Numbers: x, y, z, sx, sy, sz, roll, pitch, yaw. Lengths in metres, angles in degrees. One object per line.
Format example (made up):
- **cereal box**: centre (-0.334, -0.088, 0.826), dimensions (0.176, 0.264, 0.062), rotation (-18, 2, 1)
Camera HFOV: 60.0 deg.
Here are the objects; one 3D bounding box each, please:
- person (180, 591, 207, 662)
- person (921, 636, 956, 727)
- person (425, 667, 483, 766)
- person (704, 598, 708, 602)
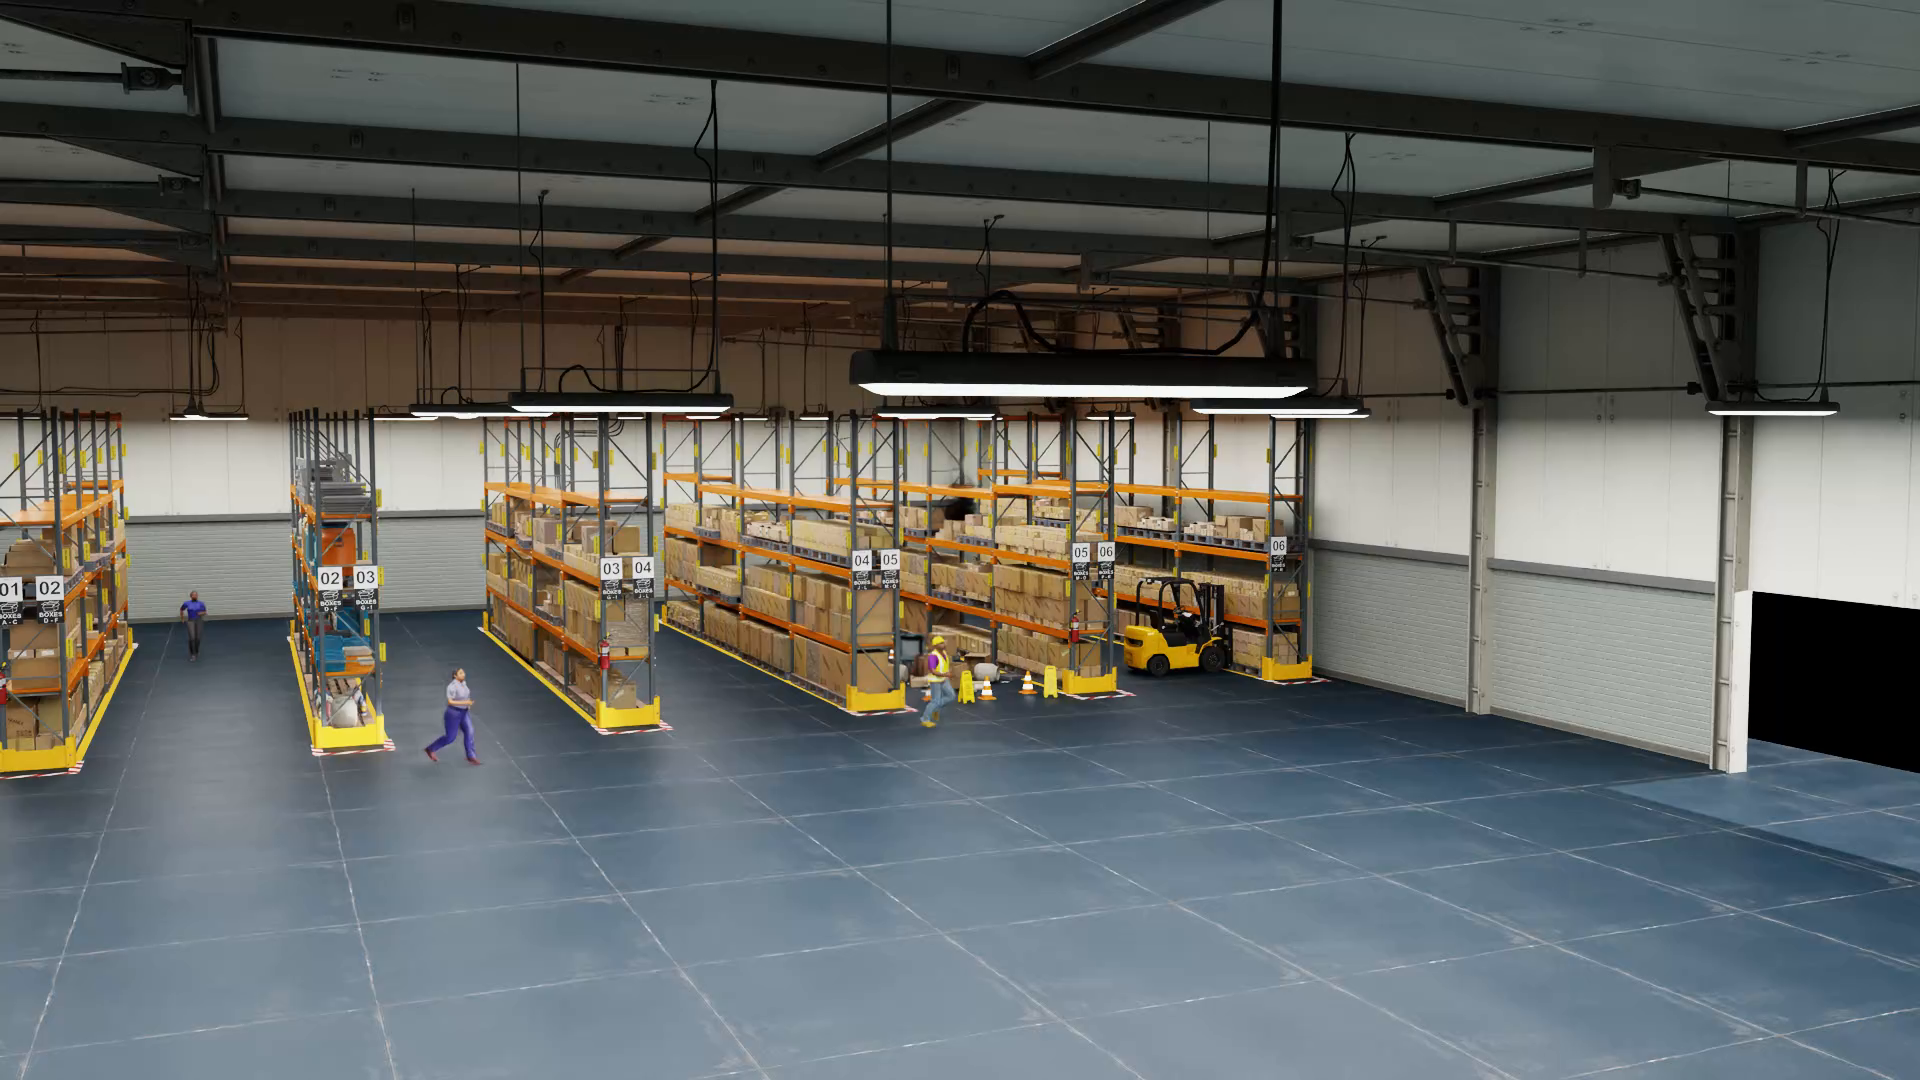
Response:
- **person**: centre (-18.546, 2.080, 40.280), dimensions (0.545, 1.720, 0.767), rotation (-3, 5, -37)
- **person**: centre (-0.371, 2.658, 31.353), dimensions (0.745, 1.717, 0.728), rotation (2, 5, 28)
- **person**: centre (-8.466, 2.962, 27.869), dimensions (0.933, 1.654, 0.615), rotation (1, 4, 12)
- **person**: centre (-7.637, 1.408, 49.348), dimensions (0.591, 1.709, 0.687), rotation (1, 4, 17)
